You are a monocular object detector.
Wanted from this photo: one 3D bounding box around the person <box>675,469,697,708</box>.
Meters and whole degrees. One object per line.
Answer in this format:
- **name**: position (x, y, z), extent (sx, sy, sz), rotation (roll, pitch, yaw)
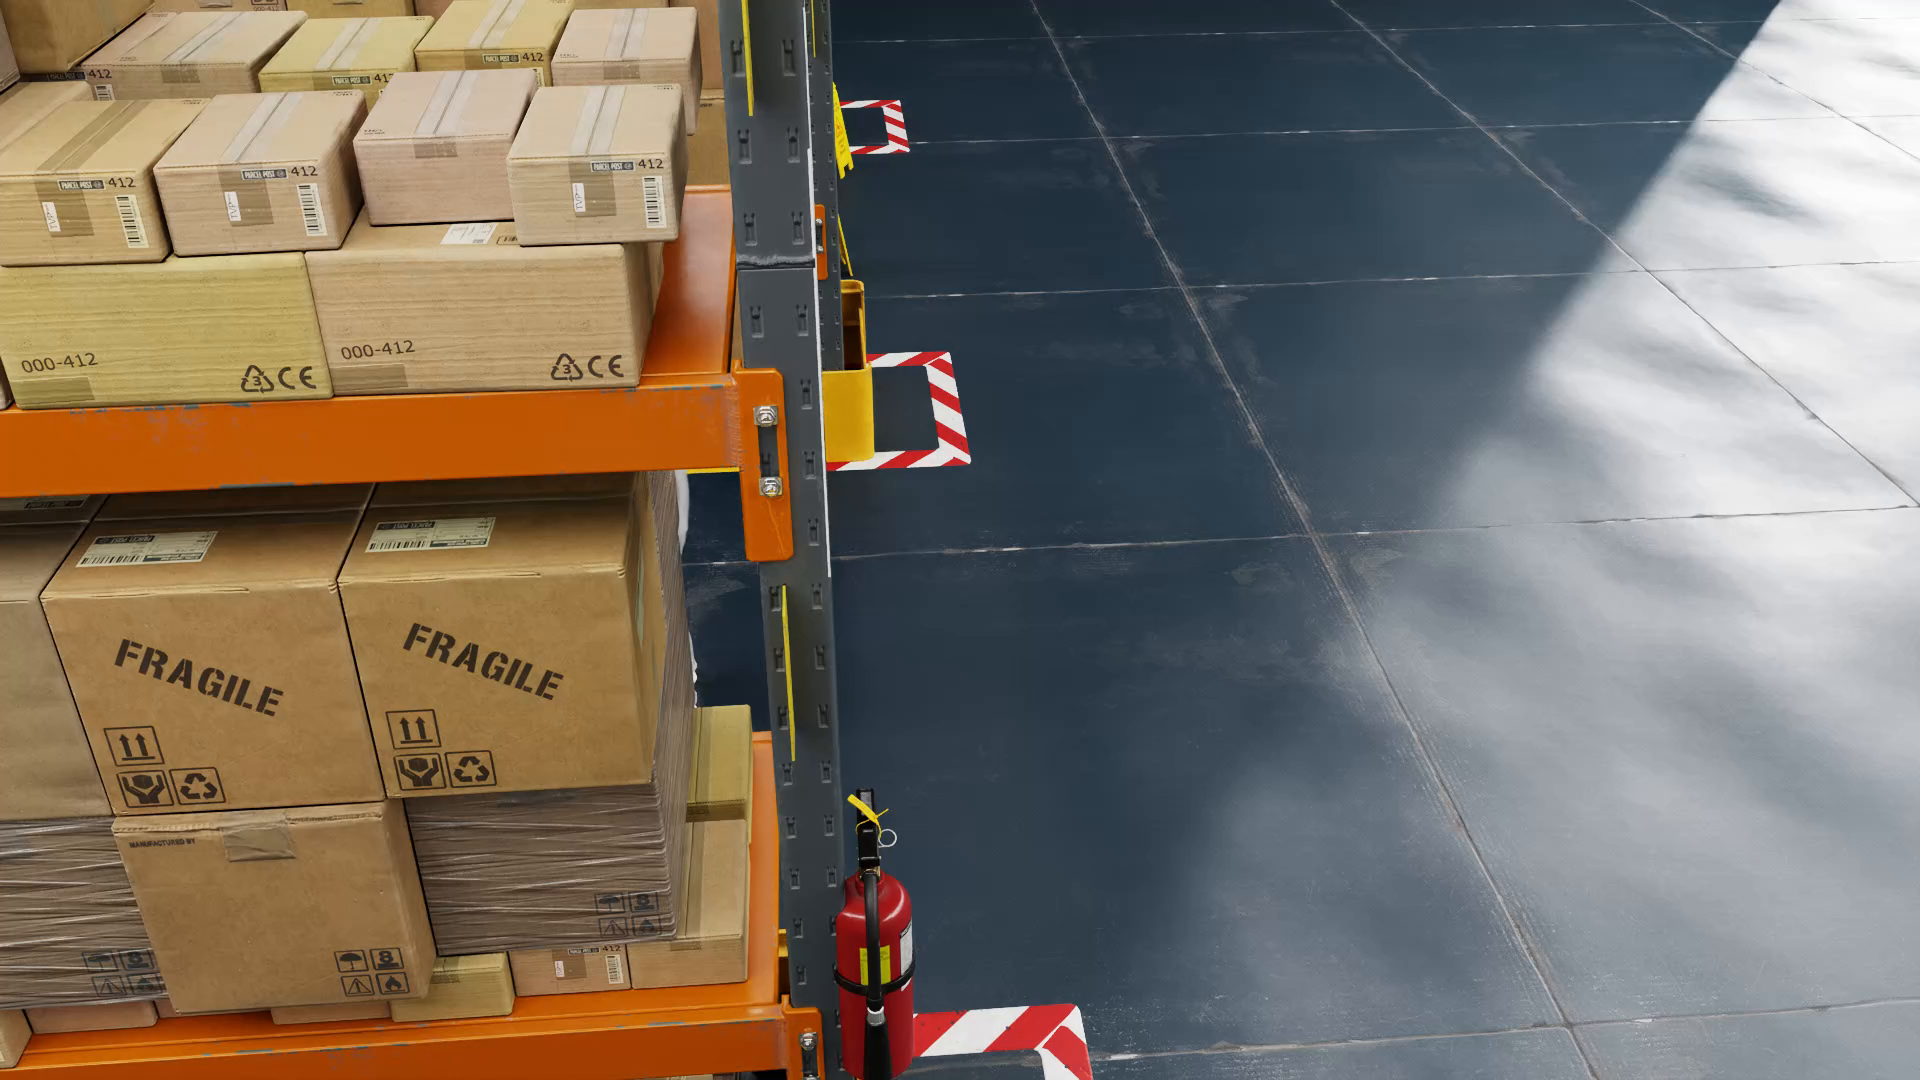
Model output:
- **person**: position (-1.183, -0.058, 6.230), extent (0.352, 1.673, 0.511), rotation (-4, 31, -7)
